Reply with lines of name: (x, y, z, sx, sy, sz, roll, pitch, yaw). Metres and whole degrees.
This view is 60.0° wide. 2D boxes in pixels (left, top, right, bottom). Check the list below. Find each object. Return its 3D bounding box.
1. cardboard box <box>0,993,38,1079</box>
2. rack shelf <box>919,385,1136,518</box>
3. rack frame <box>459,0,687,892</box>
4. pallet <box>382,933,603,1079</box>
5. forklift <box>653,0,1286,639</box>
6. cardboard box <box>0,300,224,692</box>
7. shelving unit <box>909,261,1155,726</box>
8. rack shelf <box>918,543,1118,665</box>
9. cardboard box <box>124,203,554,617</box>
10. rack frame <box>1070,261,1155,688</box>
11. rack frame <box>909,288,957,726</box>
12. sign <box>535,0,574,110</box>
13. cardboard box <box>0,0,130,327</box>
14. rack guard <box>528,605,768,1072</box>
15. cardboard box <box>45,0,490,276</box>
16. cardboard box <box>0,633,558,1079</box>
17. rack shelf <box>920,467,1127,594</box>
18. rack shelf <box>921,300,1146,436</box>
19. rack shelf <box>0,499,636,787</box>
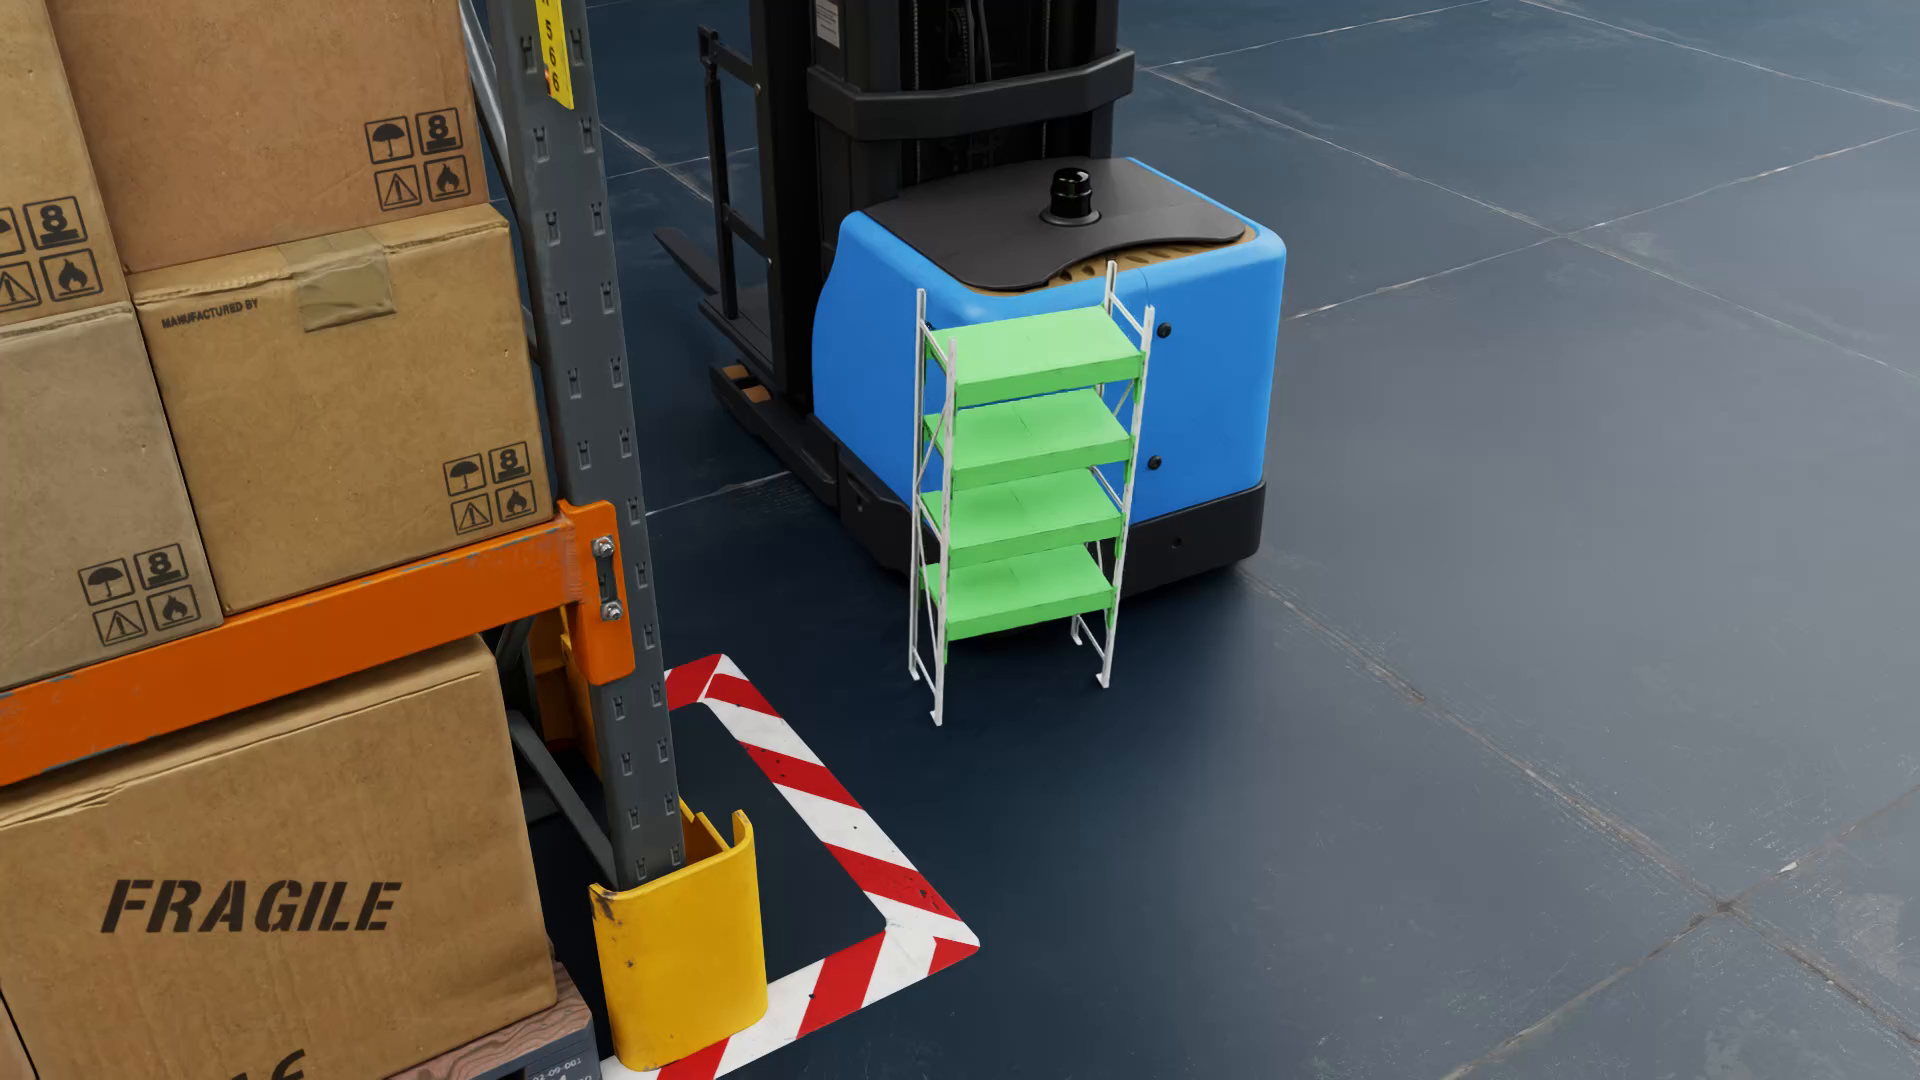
cardboard box: (-2.148, 0.756, 2.837, 0.875, 0.875, 0.875, -20, 37, -28)
rack shelf: (0.161, -0.228, 4.136, 0.480, 0.148, 0.258, -11, 40, -17)
rack frame: (-0.876, -0.446, 3.145, 0.127, 3.000, 1.000, -19, 37, -27)
pallet: (-1.505, 1.000, 3.467, 1.213, 0.211, 1.003, -19, 37, -27)
forklift: (-0.239, -1.720, 5.230, 1.130, 2.935, 3.031, -17, 36, -24)
cardboard box: (-1.614, -0.213, 2.635, 0.550, 0.550, 0.875, -19, 37, -27)
shelving unit: (0.155, -0.089, 4.245, 0.503, 1.200, 0.258, -11, 40, -17)
rack shelf: (0.145, 0.150, 4.432, 0.480, 0.148, 0.258, -11, 40, -17)
cardboard box: (-1.163, -0.381, 2.902, 0.550, 0.550, 0.875, -19, 37, -27)
rack frame: (0.385, -0.134, 4.315, 0.015, 1.200, 0.240, -11, 40, -17)
rack frame: (-0.074, -0.045, 4.175, 0.015, 1.200, 0.240, -11, 40, -17)
sign: (-0.593, -0.788, 2.381, 0.005, 0.325, 0.100, -19, 37, -27)
cardboard box: (-1.621, -0.675, 2.357, 0.550, 0.550, 0.875, -19, 37, -27)
rack guard: (-0.856, 0.605, 3.823, 0.348, 0.500, 1.175, -19, 37, -27)
cardboard box: (-1.209, -0.876, 2.674, 0.550, 0.550, 0.875, -19, 37, -27)
cardboard box: (-1.410, 0.501, 3.242, 0.875, 0.875, 0.875, -19, 37, -27)
rack shelf: (0.153, -0.039, 4.284, 0.480, 0.148, 0.258, -11, 40, -17)
rack shelf: (0.170, -0.417, 3.989, 0.480, 0.148, 0.258, -11, 40, -17)
rack shelf: (-2.557, 0.437, 2.420, 4.000, 0.370, 1.077, -19, 37, -27)
